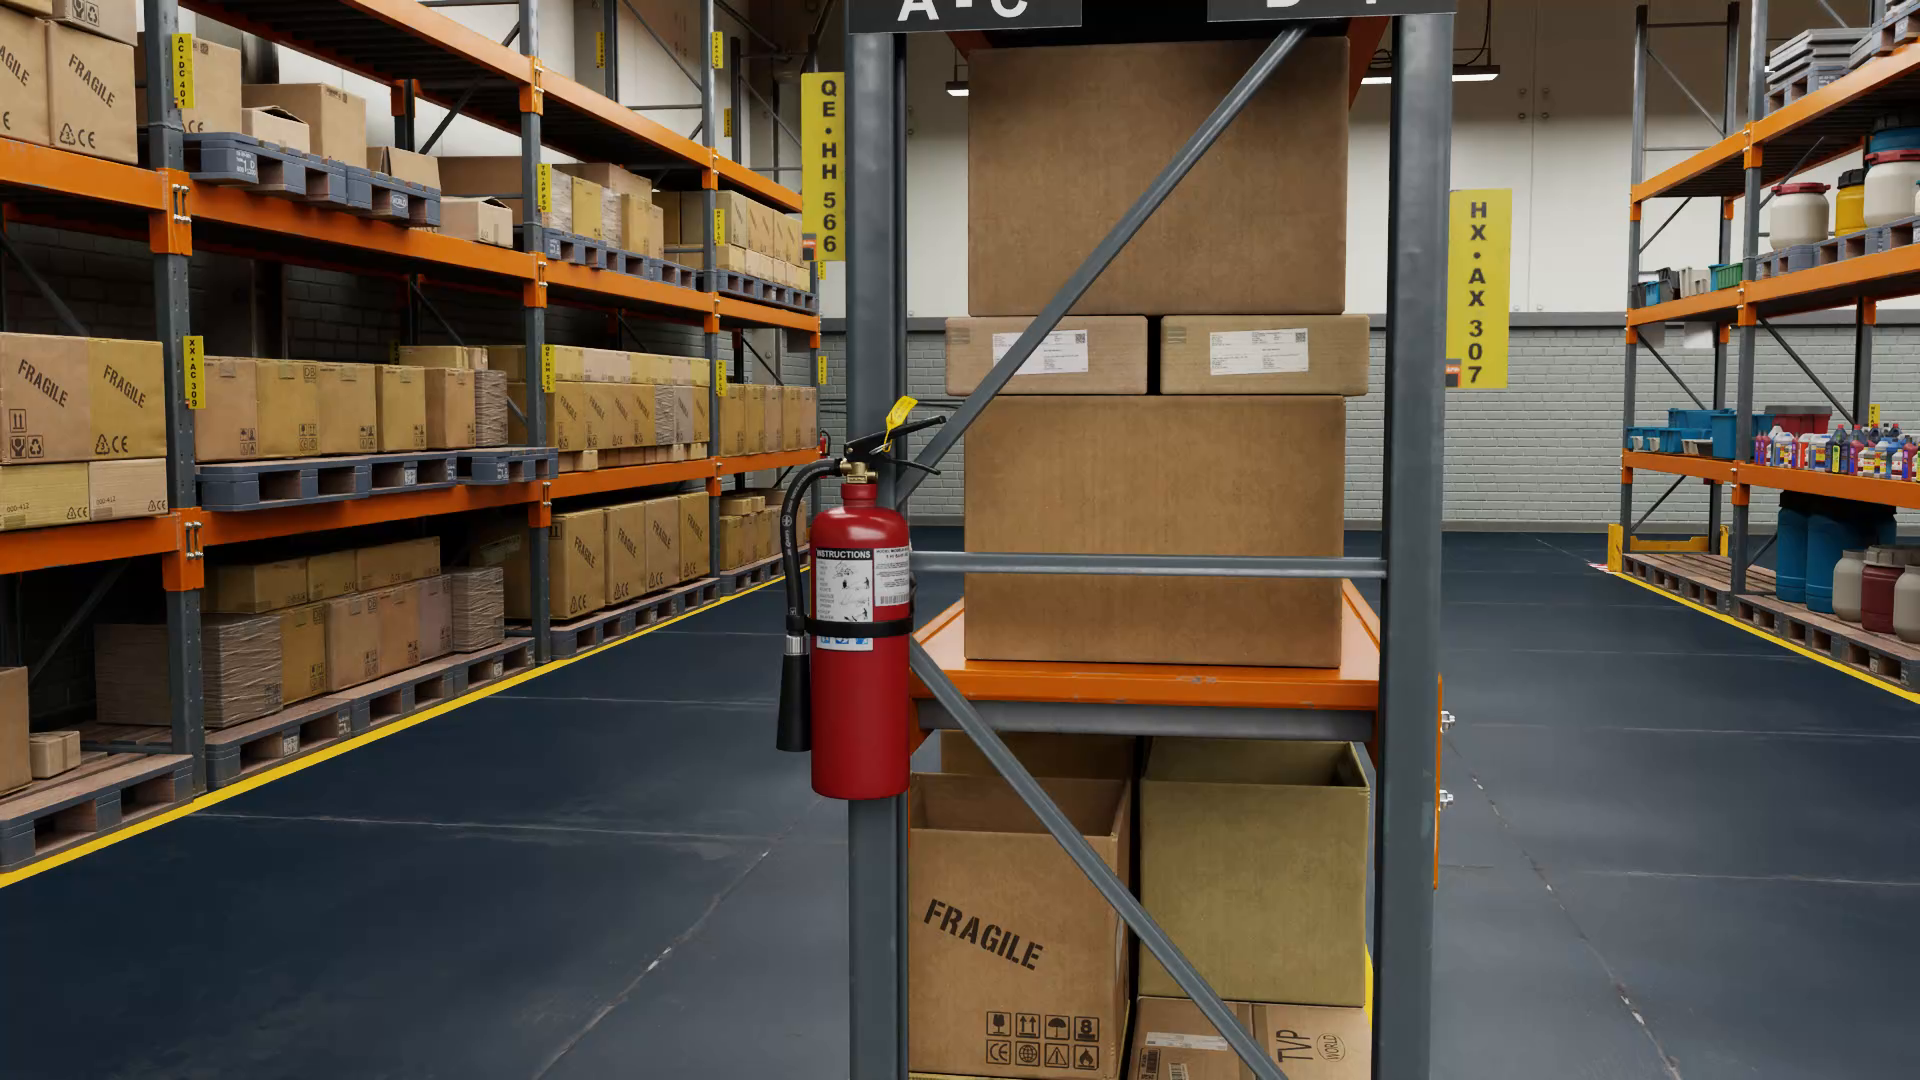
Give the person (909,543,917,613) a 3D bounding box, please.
[{"bbox_3d":[-0.603,0.307,14.097,0.473,0.848,0.876,1,5,8],"label":"person"}]
